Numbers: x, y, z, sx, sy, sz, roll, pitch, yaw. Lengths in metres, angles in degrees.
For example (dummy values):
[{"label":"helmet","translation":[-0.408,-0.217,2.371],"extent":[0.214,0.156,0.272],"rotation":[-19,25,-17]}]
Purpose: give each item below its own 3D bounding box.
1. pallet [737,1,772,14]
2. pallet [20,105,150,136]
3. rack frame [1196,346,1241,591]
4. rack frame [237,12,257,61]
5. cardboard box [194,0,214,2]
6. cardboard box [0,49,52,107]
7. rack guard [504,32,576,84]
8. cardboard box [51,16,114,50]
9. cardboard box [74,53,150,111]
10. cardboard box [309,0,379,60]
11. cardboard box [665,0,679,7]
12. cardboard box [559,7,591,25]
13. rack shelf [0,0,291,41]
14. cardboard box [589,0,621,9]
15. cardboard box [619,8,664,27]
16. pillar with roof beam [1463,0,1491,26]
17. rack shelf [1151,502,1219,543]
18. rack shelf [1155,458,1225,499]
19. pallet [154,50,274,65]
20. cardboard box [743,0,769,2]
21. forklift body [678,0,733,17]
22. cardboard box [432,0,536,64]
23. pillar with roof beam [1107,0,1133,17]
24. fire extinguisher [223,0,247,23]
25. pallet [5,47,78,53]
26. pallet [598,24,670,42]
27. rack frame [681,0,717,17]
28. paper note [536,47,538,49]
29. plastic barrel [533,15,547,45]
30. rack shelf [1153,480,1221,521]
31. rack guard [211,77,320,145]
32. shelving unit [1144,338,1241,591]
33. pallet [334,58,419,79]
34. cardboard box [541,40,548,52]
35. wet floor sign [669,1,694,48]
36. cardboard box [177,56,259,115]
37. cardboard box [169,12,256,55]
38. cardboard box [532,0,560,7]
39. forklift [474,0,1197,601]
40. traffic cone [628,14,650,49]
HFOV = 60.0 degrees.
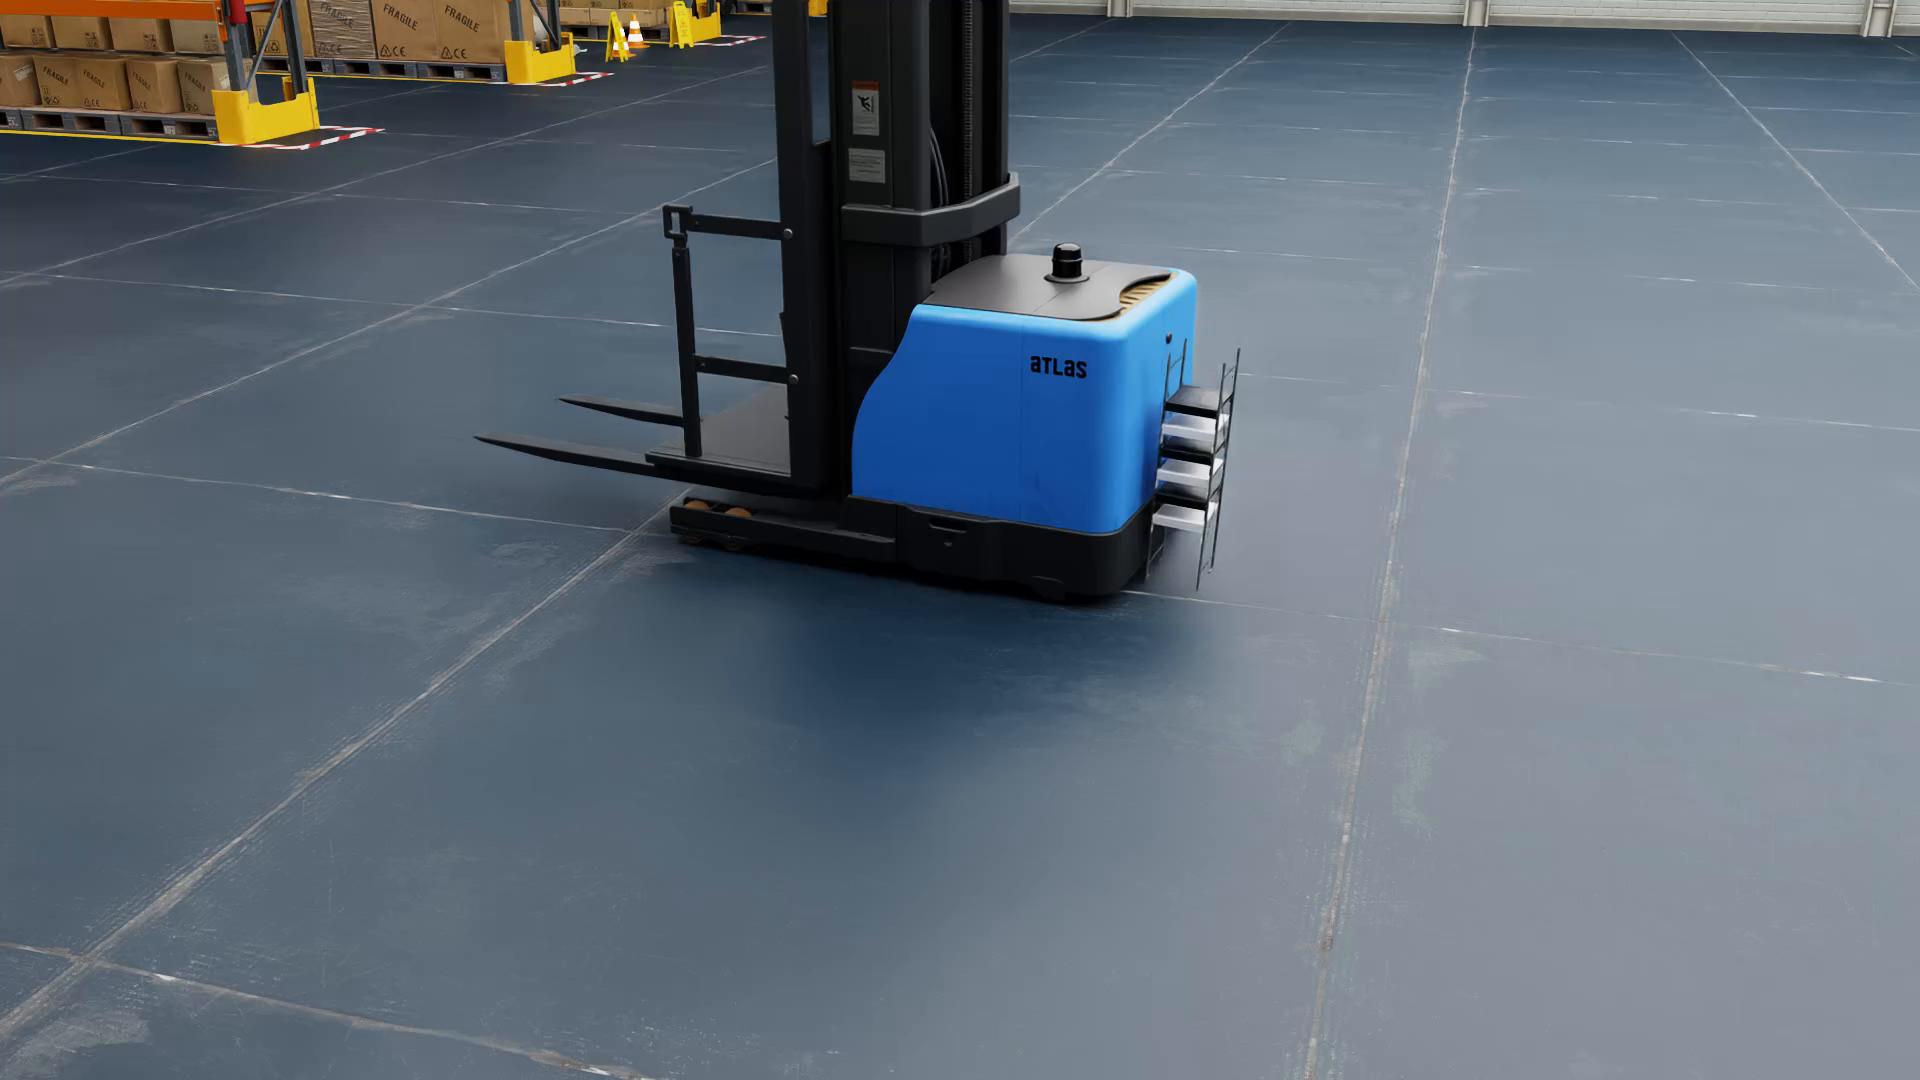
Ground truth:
[{"label":"pallet","translation":[-3.275,-9.616,29.934],"extent":[1.213,0.211,1.003],"rotation":[7,23,16]},{"label":"pallet","translation":[-8.828,-4.387,17.188],"extent":[1.213,0.211,1.003],"rotation":[7,23,16]},{"label":"rack frame","translation":[0.966,-0.261,6.221],"extent":[0.006,0.900,0.240],"rotation":[12,25,19]},{"label":"rack frame","translation":[-9.124,-7.662,21.498],"extent":[0.127,3.000,1.000],"rotation":[7,23,16]},{"label":"cardboard box","translation":[-7.156,-5.273,16.003],"extent":[0.250,0.149,0.380],"rotation":[7,23,16]},{"label":"cardboard box","translation":[-9.731,-4.791,17.237],"extent":[0.500,0.500,0.500],"rotation":[15,27,32]},{"label":"rack guard","translation":[-5.271,-6.065,20.897],"extent":[0.348,0.500,1.175],"rotation":[7,23,16]},{"label":"cardboard box","translation":[-11.558,-7.060,22.441],"extent":[0.750,0.750,1.050],"rotation":[7,23,16]},{"label":"cardboard box","translation":[-8.593,-4.674,16.952],"extent":[0.500,0.500,0.500],"rotation":[9,24,20]},{"label":"cardboard box","translation":[-7.678,-6.682,21.354],"extent":[0.875,0.875,0.875],"rotation":[7,23,16]},{"label":"cardboard box","translation":[-4.676,-8.494,25.606],"extent":[0.500,0.500,0.500],"rotation":[6,23,14]},{"label":"cardboard box","translation":[-5.809,-8.062,25.540],"extent":[0.500,0.250,0.500],"rotation":[6,23,14]},{"label":"rack shelf","translation":[-8.738,-5.319,16.733],"extent":[4.000,0.370,1.077],"rotation":[7,23,16]},{"label":"cardboard box","translation":[-5.304,-8.352,25.260],"extent":[0.500,0.500,0.500],"rotation":[7,23,17]},{"label":"cardboard box","translation":[-4.836,-7.949,25.266],"extent":[0.500,0.250,0.500],"rotation":[6,23,15]},{"label":"pillar with roof beam","translation":[7.308,-11.137,22.063],"extent":[0.400,9.000,9.100],"rotation":[7,23,16]},{"label":"rack shelf","translation":[0.861,-0.086,6.340],"extent":[0.200,0.077,0.258],"rotation":[12,25,19]},{"label":"rack shelf","translation":[0.870,-0.250,6.268],"extent":[0.200,0.077,0.258],"rotation":[12,25,19]},{"label":"pallet","translation":[-9.884,-6.430,22.166],"extent":[1.213,0.211,1.003],"rotation":[7,23,16]},{"label":"cardboard box","translation":[-3.545,-9.754,29.667],"extent":[0.500,0.250,0.500],"rotation":[7,23,15]},{"label":"forklift body","translation":[-4.873,-9.990,28.290],"extent":[1.214,2.155,2.313],"rotation":[7,23,16]},{"label":"cardboard box","translation":[-5.963,-6.486,20.875],"extent":[0.875,0.875,0.875],"rotation":[7,23,16]},{"label":"pillar with roof beam","translation":[1.564,-11.795,23.667],"extent":[0.400,9.000,9.100],"rotation":[7,23,16]},{"label":"fire extinguisher","translation":[-6.847,-5.217,15.638],"extent":[0.183,0.674,0.296],"rotation":[7,23,16]},{"label":"pallet","translation":[-12.220,-6.697,22.818],"extent":[1.213,0.211,1.003],"rotation":[7,23,16]},{"label":"pallet","translation":[-4.801,-7.854,25.638],"extent":[1.213,0.211,1.003],"rotation":[7,23,16]},{"label":"rack frame","translation":[-3.961,-9.034,24.840],"extent":[0.127,3.000,1.000],"rotation":[7,23,16]},{"label":"paper note","translation":[-6.211,-7.183,24.255],"extent":[0.142,0.019,0.148],"rotation":[16,27,34]},{"label":"plastic barrel","translation":[-6.376,-7.518,24.540],"extent":[0.512,0.421,0.421],"rotation":[-14,26,-30]},{"label":"rack shelf","translation":[0.865,-0.168,6.304],"extent":[0.200,0.077,0.258],"rotation":[12,25,19]},{"label":"rack guard","translation":[-6.896,-4.285,16.557],"extent":[0.348,0.500,1.175],"rotation":[7,23,16]},{"label":"shelving unit","translation":[0.872,-0.281,6.255],"extent":[0.210,0.900,0.258],"rotation":[12,25,19]},{"label":"pallet","translation":[-7.247,-6.127,21.430],"extent":[1.213,0.211,1.003],"rotation":[7,23,15]},{"label":"cardboard box","translation":[-5.799,-7.124,23.942],"extent":[0.380,0.149,0.250],"rotation":[-20,29,-39]},{"label":"wet floor sign","translation":[-4.088,-7.535,24.288],"extent":[0.232,0.644,0.267],"rotation":[16,27,34]},{"label":"cardboard box","translation":[-7.417,-4.545,16.639],"extent":[0.500,0.500,0.500],"rotation":[11,25,25]},{"label":"cardboard box","translation":[-9.744,-6.851,21.931],"extent":[0.750,0.750,1.050],"rotation":[6,23,15]},{"label":"cardboard box","translation":[-6.292,-8.466,25.539],"extent":[0.500,0.500,0.500],"rotation":[8,24,18]},{"label":"forklift","translation":[-0.618,-1.487,6.534],"extent":[3.031,2.935,1.130],"rotation":[10,24,22]},{"label":"traffic cone","translation":[-4.745,-7.438,24.294],"extent":[0.334,0.463,0.336],"rotation":[7,23,16]}]
